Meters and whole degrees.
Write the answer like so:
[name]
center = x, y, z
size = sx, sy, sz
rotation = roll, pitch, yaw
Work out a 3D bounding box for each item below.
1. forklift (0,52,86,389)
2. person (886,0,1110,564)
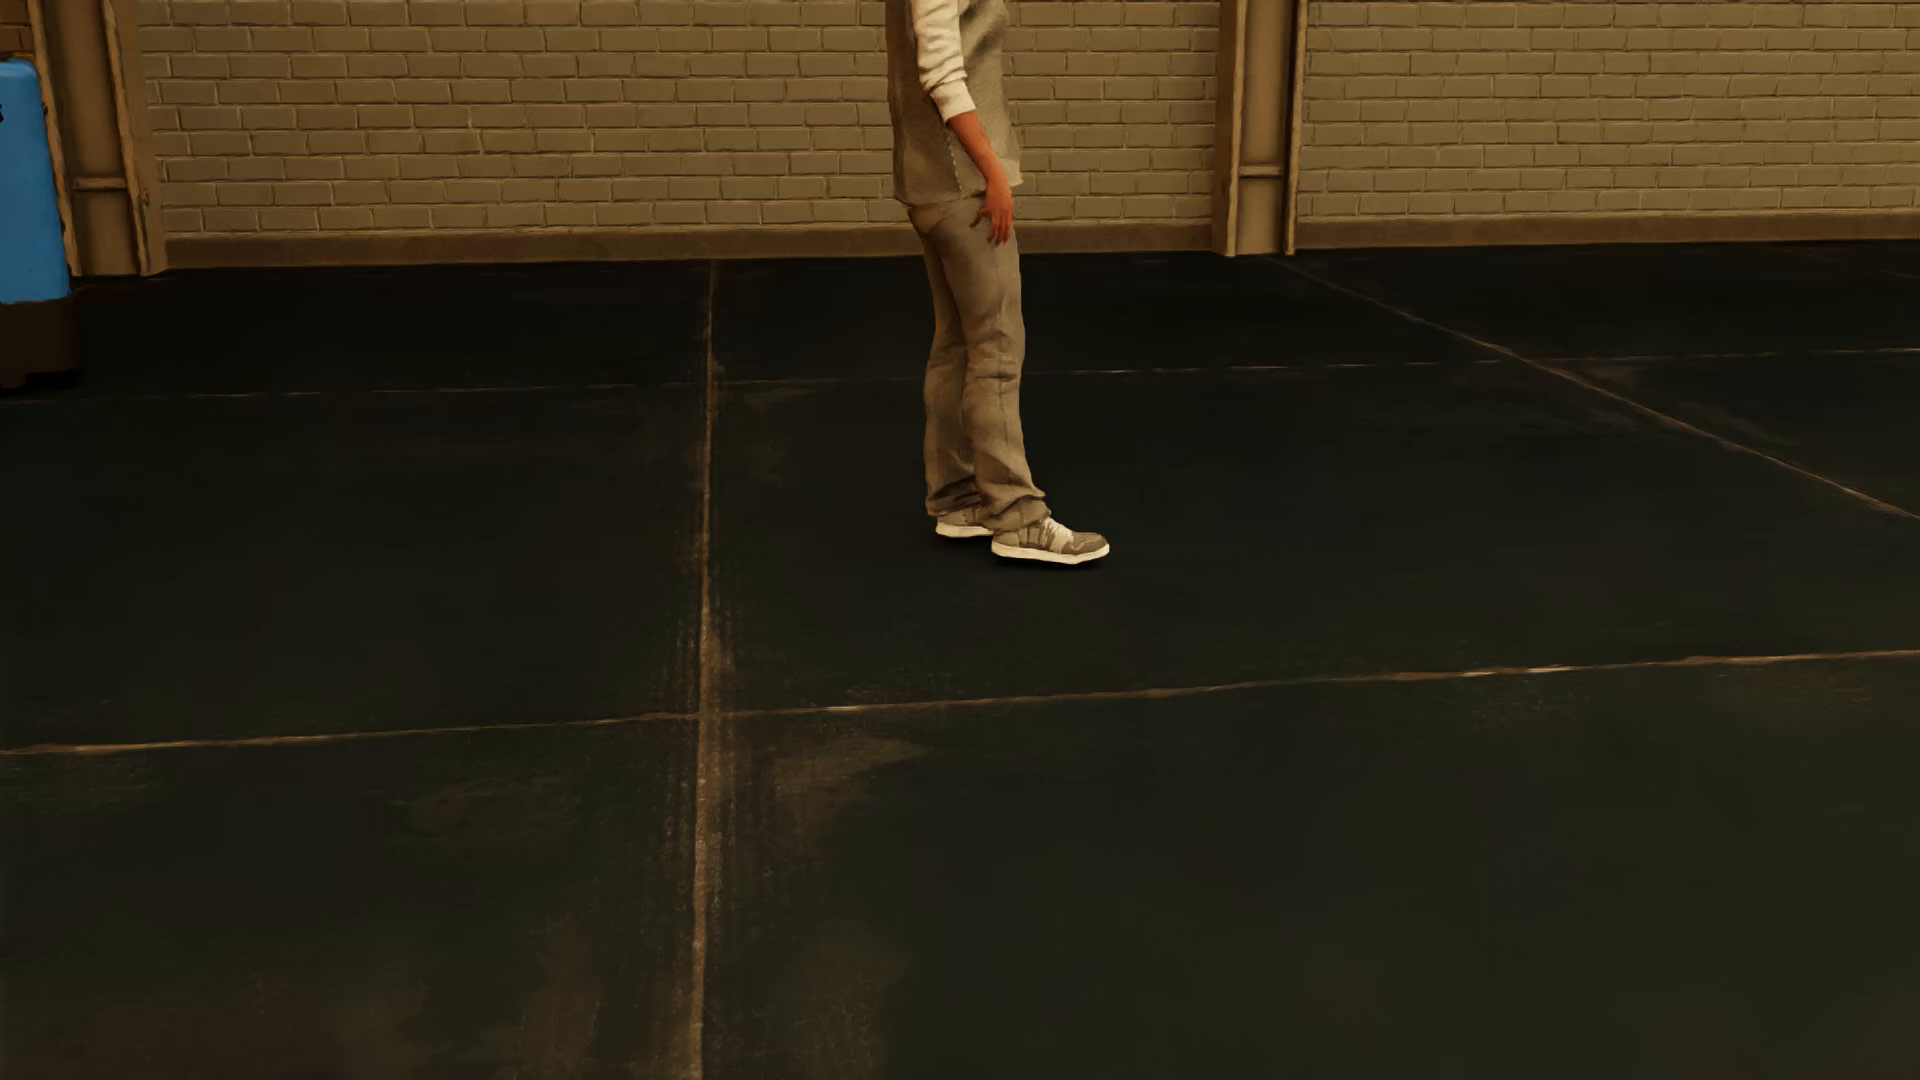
[forklift]
center = -4.542, -1.840, 4.994
size = 3.031, 2.935, 1.130
rotation = -9, 19, -27
[person]
center = 0.075, -0.770, 3.730
size = 0.474, 1.597, 0.521
rotation = -2, 17, -8
